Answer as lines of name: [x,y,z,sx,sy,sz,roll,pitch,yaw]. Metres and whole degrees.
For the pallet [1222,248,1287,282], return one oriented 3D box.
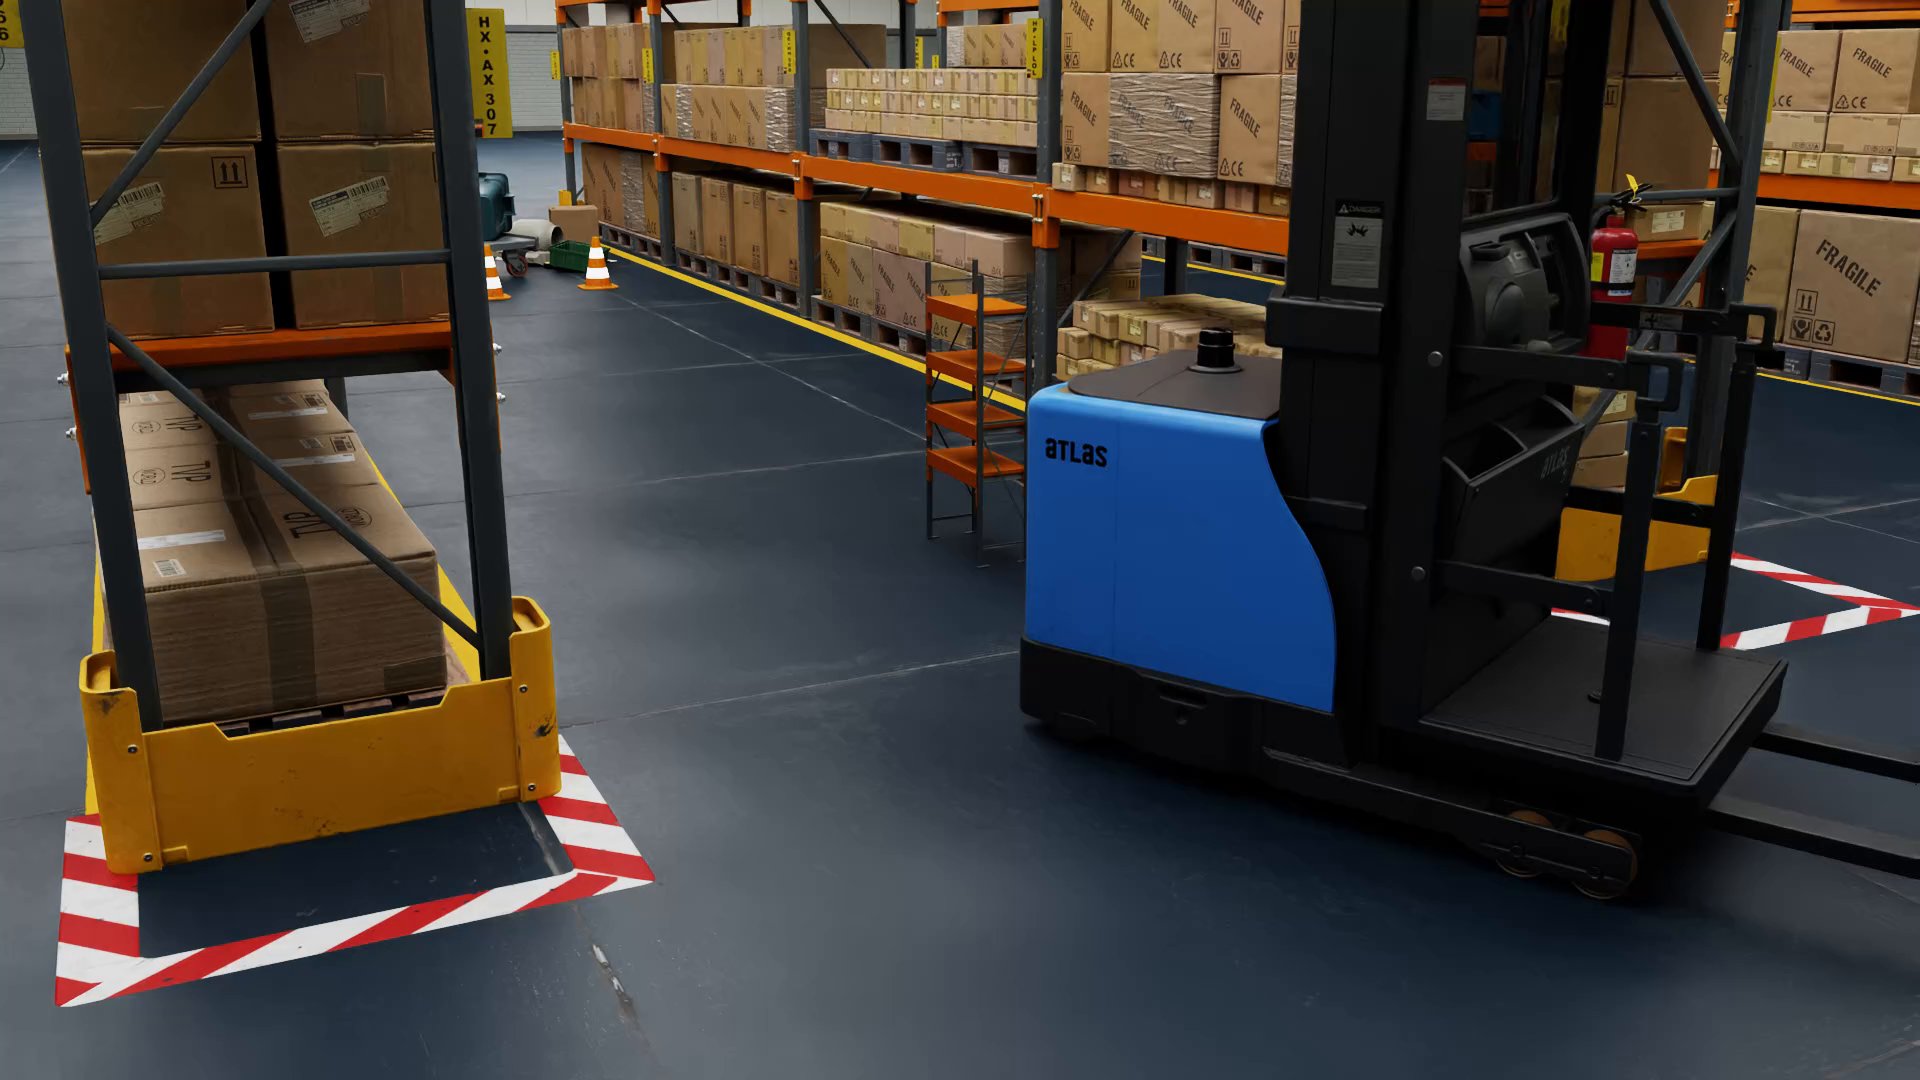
pallet: [3.332,-2.731,16.384,1.003,0.211,1.213,-8,18,-25]

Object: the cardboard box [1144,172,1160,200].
cardboard box: [1.210,-1.898,8.881,0.380,0.149,0.250,-9,18,-27]

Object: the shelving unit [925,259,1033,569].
shelving unit: [0.073,-0.536,6.942,0.258,1.200,0.503,-8,18,-25]

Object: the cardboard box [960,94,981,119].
cardboard box: [0.224,-2.804,10.740,0.380,0.149,0.250,-8,18,-27]

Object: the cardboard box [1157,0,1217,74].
cardboard box: [1.335,-2.586,8.291,0.500,0.500,0.500,-7,18,-24]

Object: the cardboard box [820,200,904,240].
cardboard box: [-0.745,-2.464,12.808,0.500,0.250,0.500,-9,18,-27]

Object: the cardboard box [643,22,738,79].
cardboard box: [-2.713,-4.982,16.943,0.875,0.550,0.550,-8,18,-25]

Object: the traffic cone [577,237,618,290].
traffic cone: [-3.352,-2.560,15.334,0.336,0.463,0.334,-8,18,-25]

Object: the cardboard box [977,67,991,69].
cardboard box: [0.711,-5.803,21.313,0.875,0.500,0.500,-8,18,-25]

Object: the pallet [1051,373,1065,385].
pallet: [1.248,-0.809,9.686,1.003,0.211,1.213,-8,18,-25]

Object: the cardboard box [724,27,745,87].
cardboard box: [-1.691,-4.323,14.883,0.700,0.500,0.500,-8,18,-25]

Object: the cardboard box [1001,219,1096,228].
cardboard box: [0.601,-2.019,11.259,0.500,0.250,0.500,-7,17,-23]

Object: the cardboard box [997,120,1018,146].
cardboard box: [0.456,-2.531,10.327,0.380,0.149,0.250,-8,18,-25]

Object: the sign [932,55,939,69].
sign: [-0.319,-6.212,21.888,0.100,0.325,0.005,-8,18,-25]

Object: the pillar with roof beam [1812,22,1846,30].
pillar with roof beam: [10.741,-9.951,25.613,9.100,9.000,0.400,-8,18,-25]

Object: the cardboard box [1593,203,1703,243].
cardboard box: [2.828,-1.319,6.863,0.380,0.149,0.250,-8,18,-25]

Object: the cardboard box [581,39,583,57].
cardboard box: [-3.883,-5.656,19.292,0.875,0.550,0.550,-8,18,-25]

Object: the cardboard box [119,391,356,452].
cardboard box: [-2.912,-0.268,6.629,0.875,0.438,0.875,-8,18,-27]

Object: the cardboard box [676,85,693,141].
cardboard box: [-2.372,-4.055,15.761,0.500,0.500,0.500,-7,18,-24]

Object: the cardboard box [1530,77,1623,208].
cardboard box: [2.247,-1.591,6.635,0.500,0.500,0.500,-7,18,-24]

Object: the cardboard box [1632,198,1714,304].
cardboard box: [5.127,-2.222,12.648,1.225,0.875,0.875,-8,18,-25]

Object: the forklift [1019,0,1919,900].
forklift: [1.672,-0.681,4.311,3.031,2.935,1.130,12,20,35]

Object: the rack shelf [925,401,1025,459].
rack shelf: [0.073,-0.471,6.961,0.258,0.148,0.480,-8,18,-25]

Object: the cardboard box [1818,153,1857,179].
cardboard box: [5.716,-2.392,10.605,0.380,0.149,0.250,-8,18,-26]

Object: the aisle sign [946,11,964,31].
aisle sign: [-0.129,-7.090,21.805,0.394,0.787,0.004,-8,18,-25]

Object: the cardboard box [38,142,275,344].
cardboard box: [-2.180,-0.832,4.530,0.500,0.500,0.500,-8,18,-25]

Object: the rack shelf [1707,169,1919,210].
rack shelf: [6.302,-2.044,10.239,1.077,0.370,4.000,-8,18,-25]

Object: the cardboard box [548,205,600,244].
cardboard box: [-4.185,-3.355,18.033,0.500,0.500,0.500,-5,17,-15]

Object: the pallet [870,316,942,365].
pallet: [0.042,-1.467,11.979,1.003,0.211,1.213,-8,18,-25]

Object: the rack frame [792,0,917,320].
rack frame: [-0.830,-3.303,13.323,1.000,3.000,0.127,-8,18,-25]

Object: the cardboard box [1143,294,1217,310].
cardboard box: [1.312,-1.372,9.922,0.380,0.149,0.250,-7,17,-23]

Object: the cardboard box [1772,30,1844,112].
cardboard box: [5.614,-3.044,10.794,0.500,0.500,0.500,-8,18,-25]

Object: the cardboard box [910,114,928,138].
cardboard box: [-0.120,-2.856,11.458,0.380,0.149,0.250,-8,18,-27]

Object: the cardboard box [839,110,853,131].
cardboard box: [-0.698,-3.182,12.596,0.380,0.149,0.250,-7,17,-22]

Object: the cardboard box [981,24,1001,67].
cardboard box: [0.597,-6.115,20.587,0.500,0.500,0.500,-8,18,-25]

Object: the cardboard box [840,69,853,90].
cardboard box: [-0.682,-3.466,12.505,0.380,0.149,0.250,-8,18,-26]

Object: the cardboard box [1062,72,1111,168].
cardboard box: [0.913,-2.349,9.278,0.500,0.500,0.500,-8,18,-26]

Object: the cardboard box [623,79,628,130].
cardboard box: [-3.147,-4.739,18.054,0.875,0.550,0.550,-8,18,-25]

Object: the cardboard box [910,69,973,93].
cardboard box: [-0.118,-3.144,11.384,0.380,0.149,0.250,-8,18,-26]

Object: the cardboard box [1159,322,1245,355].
cardboard box: [1.282,-1.051,8.804,0.380,0.149,0.250,-7,18,-24]

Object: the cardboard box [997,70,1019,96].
cardboard box: [0.453,-2.821,10.258,0.380,0.149,0.250,-8,18,-27]

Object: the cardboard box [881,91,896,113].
cardboard box: [-0.339,-3.126,11.860,0.380,0.149,0.250,-8,18,-25]

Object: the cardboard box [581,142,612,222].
cardboard box: [-3.978,-4.307,19.912,0.875,0.875,0.875,-8,18,-25]

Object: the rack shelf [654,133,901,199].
rack shelf: [-1.706,-3.453,15.150,1.077,0.370,4.000,-8,18,-25]

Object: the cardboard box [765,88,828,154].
cardboard box: [-1.269,-3.430,13.585,0.500,0.500,0.500,-8,18,-25]

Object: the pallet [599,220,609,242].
pallet: [-3.914,-3.757,19.962,1.003,0.211,1.213,-8,18,-25]

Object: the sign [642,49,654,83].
sign: [-3.081,-4.682,16.414,0.100,0.325,0.005,-8,18,-25]

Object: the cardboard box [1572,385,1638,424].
cardboard box: [2.751,-0.608,7.259,0.380,0.149,0.250,-9,18,-27]

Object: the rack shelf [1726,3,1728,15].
rack shelf: [9.002,-5.076,15.367,1.077,0.370,4.000,-8,18,-25]

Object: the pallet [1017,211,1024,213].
pallet: [1.056,-3.994,20.786,1.003,0.211,1.213,-8,18,-25]

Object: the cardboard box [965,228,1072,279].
cardboard box: [0.369,-1.826,10.587,0.500,0.250,0.500,-8,18,-26]

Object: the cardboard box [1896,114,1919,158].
cardboard box: [6.050,-2.433,10.025,0.500,0.250,0.500,-8,18,-25]

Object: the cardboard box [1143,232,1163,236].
cardboard box: [2.362,-3.604,18.105,0.700,0.500,0.500,-8,18,-25]

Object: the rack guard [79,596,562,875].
rack guard: [-1.720,0.511,4.563,1.175,0.500,0.348,-8,18,-25]

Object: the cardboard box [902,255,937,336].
cardboard box: [-0.074,-1.720,11.575,0.500,0.500,0.500,-8,18,-26]

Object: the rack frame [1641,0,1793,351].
rack frame: [5.425,-2.886,11.868,1.000,3.000,0.127,-8,18,-25]

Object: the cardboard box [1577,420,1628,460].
cardboard box: [2.676,-0.455,7.265,0.380,0.149,0.250,-7,17,-23]
